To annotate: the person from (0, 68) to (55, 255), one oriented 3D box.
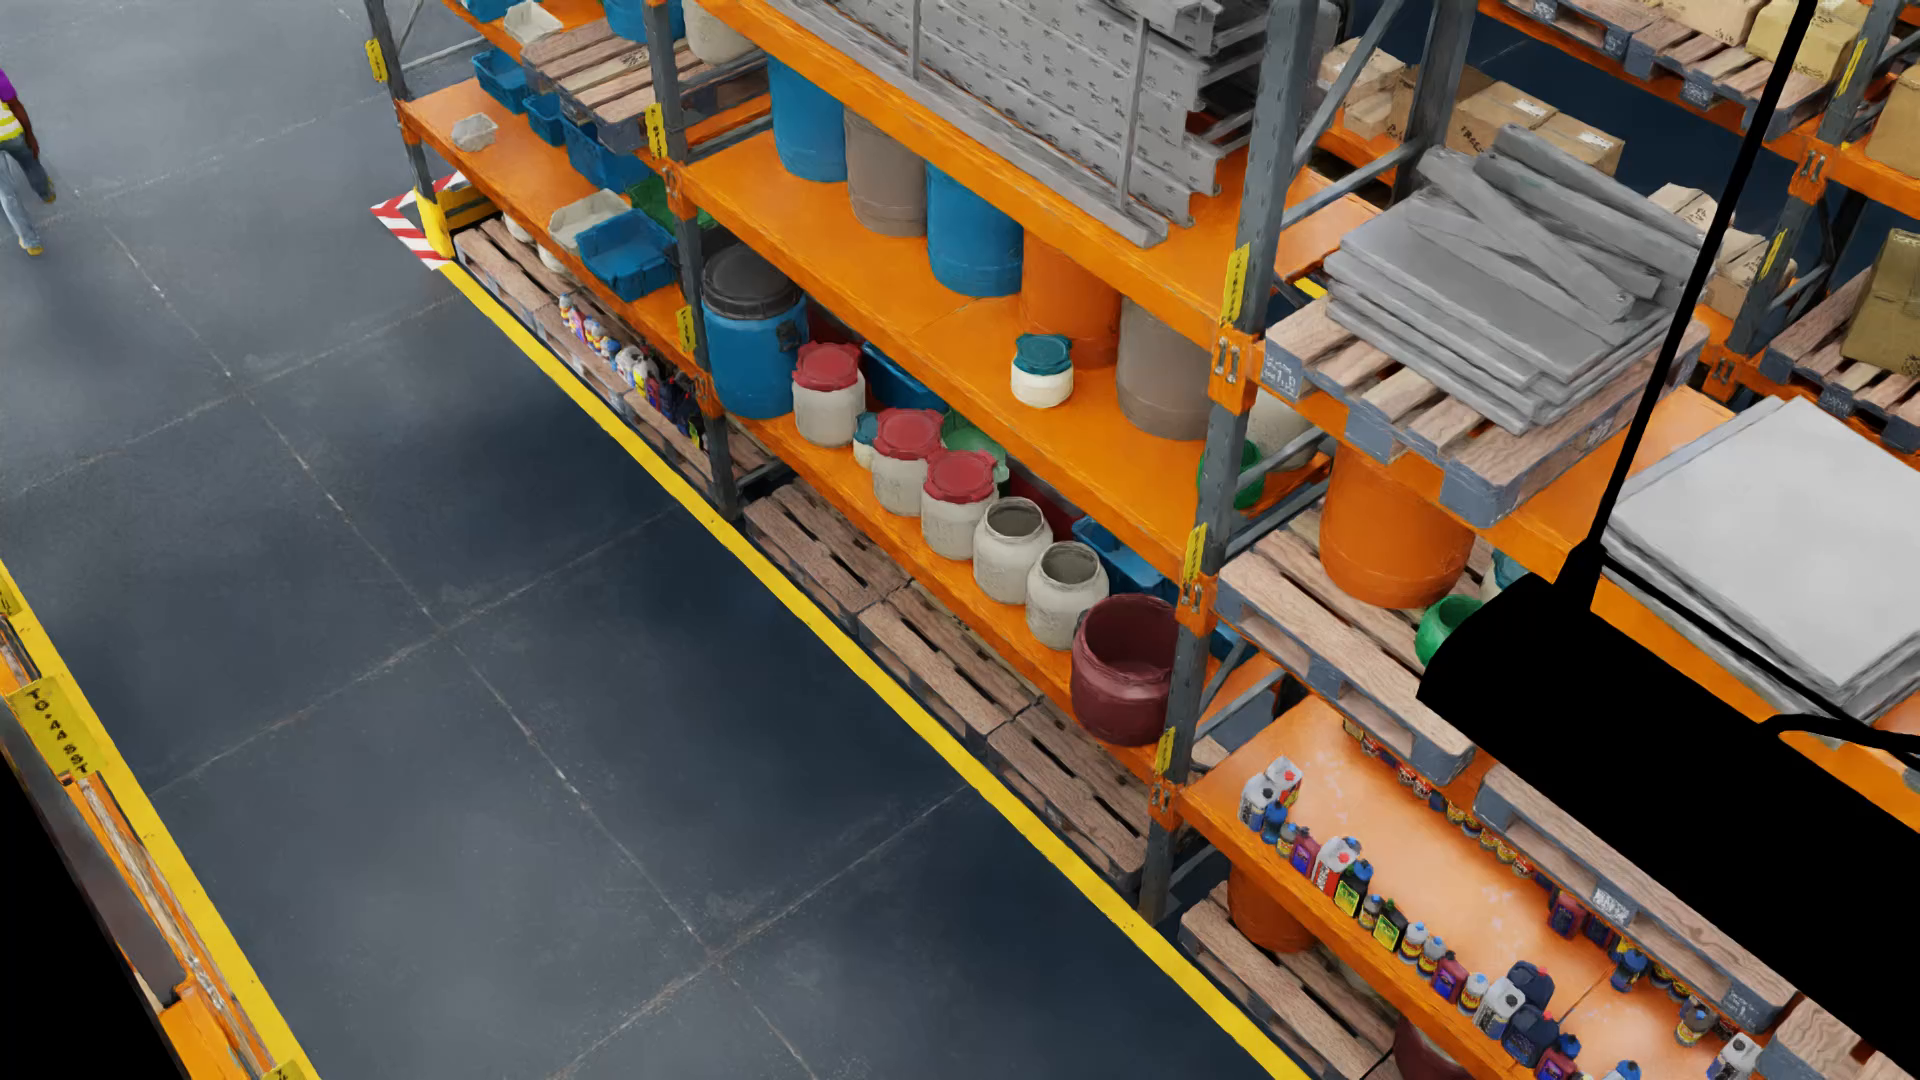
[{"bbox_3d":[-7.448,-3.148,12.782,0.570,1.708,1.041,-24,51,-21],"label":"person"}]
